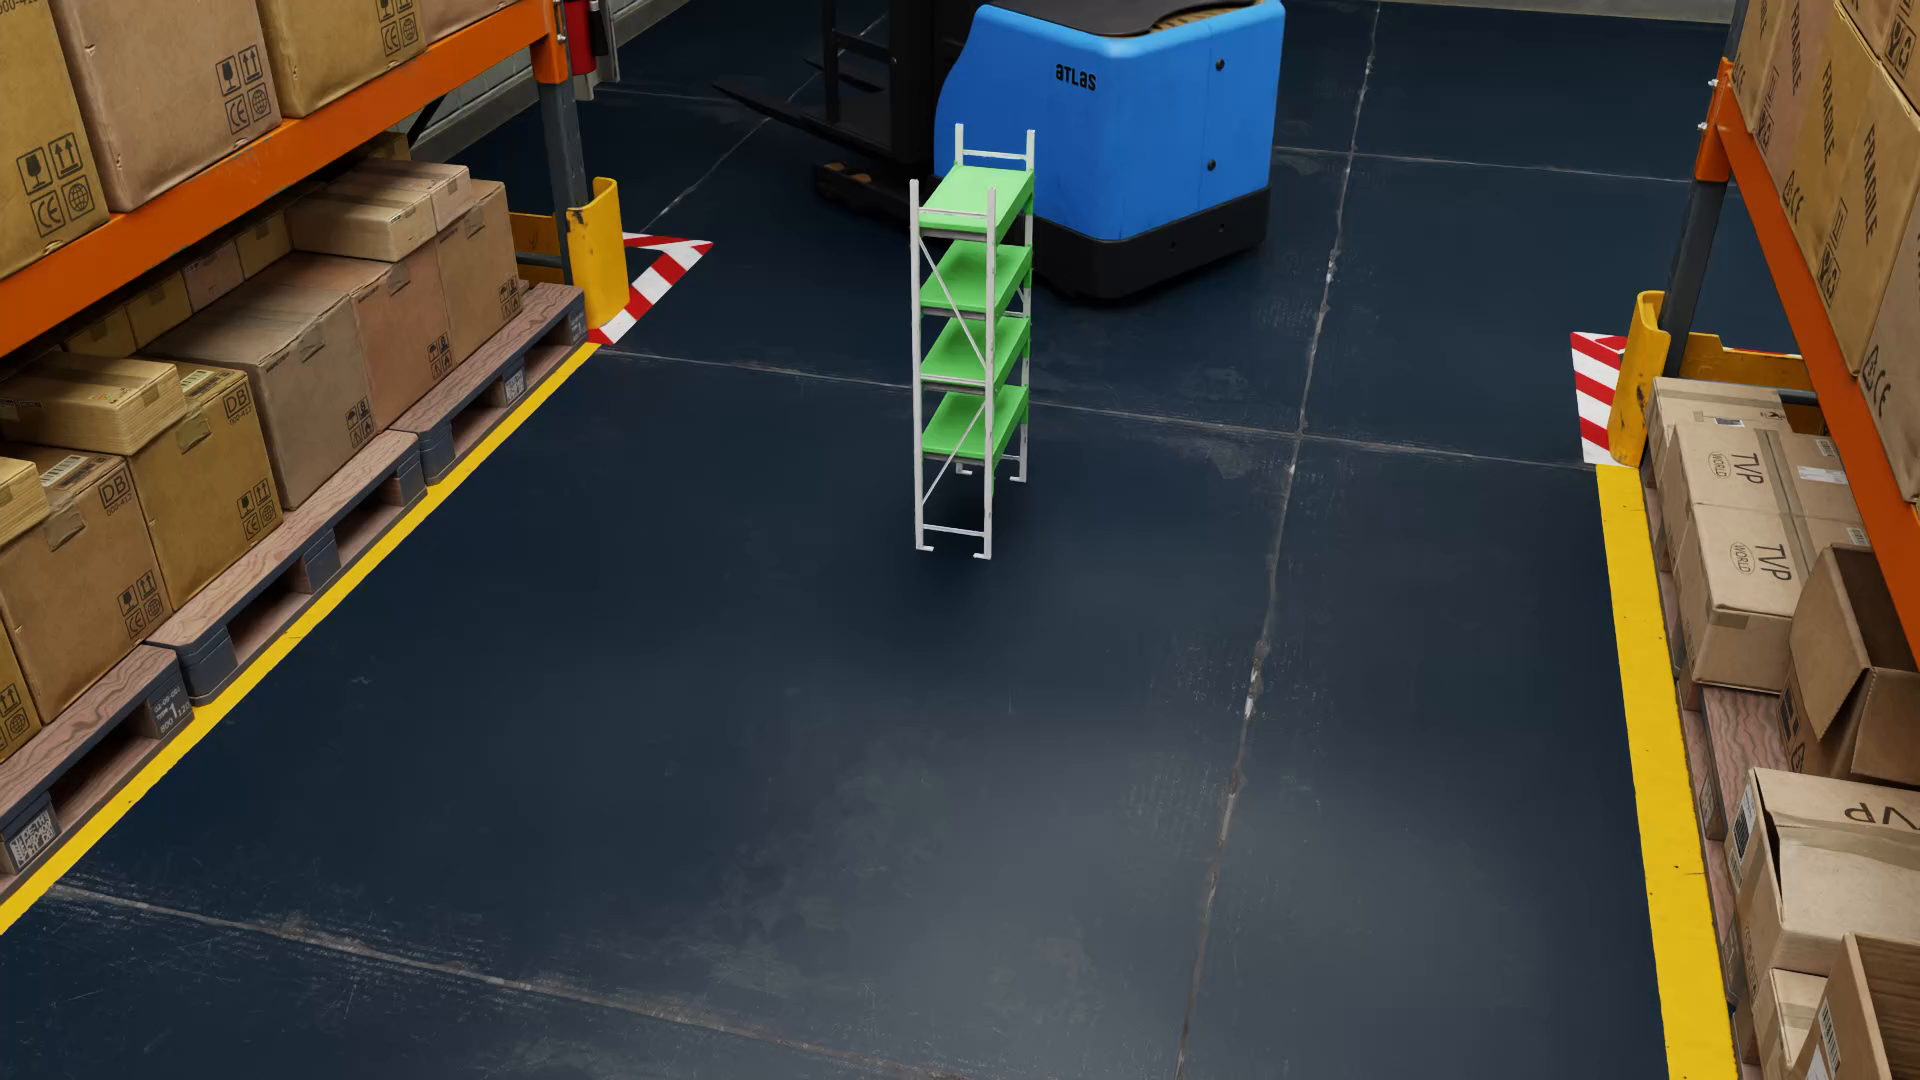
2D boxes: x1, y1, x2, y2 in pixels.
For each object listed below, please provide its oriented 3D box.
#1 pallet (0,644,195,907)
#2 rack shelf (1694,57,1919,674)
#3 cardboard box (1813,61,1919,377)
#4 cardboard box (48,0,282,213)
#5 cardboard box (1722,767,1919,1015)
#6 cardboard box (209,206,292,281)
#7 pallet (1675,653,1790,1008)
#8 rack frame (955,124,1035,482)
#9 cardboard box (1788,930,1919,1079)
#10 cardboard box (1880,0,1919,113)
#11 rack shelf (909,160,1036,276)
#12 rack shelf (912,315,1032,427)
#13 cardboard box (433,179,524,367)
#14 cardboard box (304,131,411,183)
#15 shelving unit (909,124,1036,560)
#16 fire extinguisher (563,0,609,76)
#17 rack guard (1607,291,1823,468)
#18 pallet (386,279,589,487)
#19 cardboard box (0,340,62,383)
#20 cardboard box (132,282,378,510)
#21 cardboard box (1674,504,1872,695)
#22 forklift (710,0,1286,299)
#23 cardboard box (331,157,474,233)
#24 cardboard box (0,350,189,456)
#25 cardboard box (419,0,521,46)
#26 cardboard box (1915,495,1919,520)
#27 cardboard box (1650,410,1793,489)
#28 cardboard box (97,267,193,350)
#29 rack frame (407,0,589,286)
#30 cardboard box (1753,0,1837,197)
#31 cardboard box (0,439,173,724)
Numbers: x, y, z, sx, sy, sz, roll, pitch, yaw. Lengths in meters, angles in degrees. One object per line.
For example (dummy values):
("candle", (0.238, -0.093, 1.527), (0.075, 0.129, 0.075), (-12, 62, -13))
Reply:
("pallet", (-2.693, 0.626, 4.069), (1.003, 0.211, 1.213), (8, 33, 12))
("rack shelf", (2.338, -0.229, 3.485), (1.077, 0.370, 4.000), (8, 33, 12))
("cardboard box", (2.094, -0.631, 3.353), (0.500, 0.500, 0.500), (8, 33, 13))
("cardboard box", (-2.443, -1.330, 4.267), (0.980, 0.700, 0.700), (6, 33, 10))
("cardboard box", (1.891, 0.731, 3.401), (0.500, 0.311, 0.500), (8, 33, 12))
("cardboard box", (-2.381, -0.962, 5.300), (0.380, 0.149, 0.250), (8, 33, 13))
("pallet", (2.313, 0.691, 3.967), (1.003, 0.211, 1.213), (8, 33, 12))
("rack frame", (0.104, -0.719, 5.262), (0.240, 1.200, 0.015), (8, 33, 12))
("cardboard box", (1.701, 1.040, 2.738), (0.500, 0.500, 0.500), (8, 33, 12))
("cardboard box", (2.093, -1.045, 3.073), (0.500, 0.500, 0.500), (8, 33, 12))
("rack shelf", (0.042, -0.943, 4.840), (0.258, 0.148, 0.480), (8, 33, 12))
("rack shelf", (0.042, -0.538, 5.097), (0.258, 0.148, 0.480), (8, 33, 12))
("cardboard box", (-2.028, -0.988, 5.947), (0.700, 0.500, 0.500), (8, 33, 12))
("cardboard box", (-2.189, -1.354, 5.918), (0.380, 0.149, 0.250), (8, 33, 13))
("shelving unit", (0.042, -0.592, 5.063), (0.258, 1.200, 0.503), (8, 33, 12))
("fire extinguisher", (-1.462, -2.068, 6.127), (0.296, 0.674, 0.183), (8, 33, 12))
("rack guard", (2.826, -0.476, 5.533), (1.175, 0.500, 0.348), (8, 33, 12))
("pallet", (-2.074, -0.641, 6.061), (1.003, 0.211, 1.213), (8, 33, 12))
("cardboard box", (-2.639, -0.431, 4.466), (0.380, 0.149, 0.250), (8, 33, 13))
("cardboard box", (-2.282, -0.468, 5.128), (0.700, 0.500, 0.500), (7, 33, 11))
("cardboard box", (2.180, 0.167, 4.345), (0.500, 0.250, 0.500), (8, 33, 12))
("forklift", (-0.031, -2.908, 7.093), (1.130, 2.935, 3.031), (-25, 40, -34))
("cardboard box", (-1.884, -1.171, 5.630), (0.380, 0.149, 0.250), (8, 33, 12))
("cardboard box", (-2.277, -0.361, 4.356), (0.380, 0.149, 0.250), (7, 33, 11))
("cardboard box", (-2.067, -2.104, 5.483), (0.980, 0.700, 0.700), (10, 34, 15))
("cardboard box", (1.839, -0.099, 2.517), (0.500, 0.500, 0.500), (9, 34, 14))
("cardboard box", (2.344, -0.260, 5.094), (0.380, 0.166, 0.250), (8, 33, 12))
("cardboard box", (-2.509, -0.696, 4.883), (0.380, 0.149, 0.250), (8, 33, 13))
("rack frame", (-1.947, -2.243, 5.982), (1.000, 3.000, 0.127), (8, 33, 12))
("cardboard box", (2.352, -1.150, 4.170), (0.500, 0.500, 0.500), (8, 33, 12))
("cardboard box", (-2.542, 0.076, 4.273), (0.700, 0.500, 0.500), (8, 33, 12))
